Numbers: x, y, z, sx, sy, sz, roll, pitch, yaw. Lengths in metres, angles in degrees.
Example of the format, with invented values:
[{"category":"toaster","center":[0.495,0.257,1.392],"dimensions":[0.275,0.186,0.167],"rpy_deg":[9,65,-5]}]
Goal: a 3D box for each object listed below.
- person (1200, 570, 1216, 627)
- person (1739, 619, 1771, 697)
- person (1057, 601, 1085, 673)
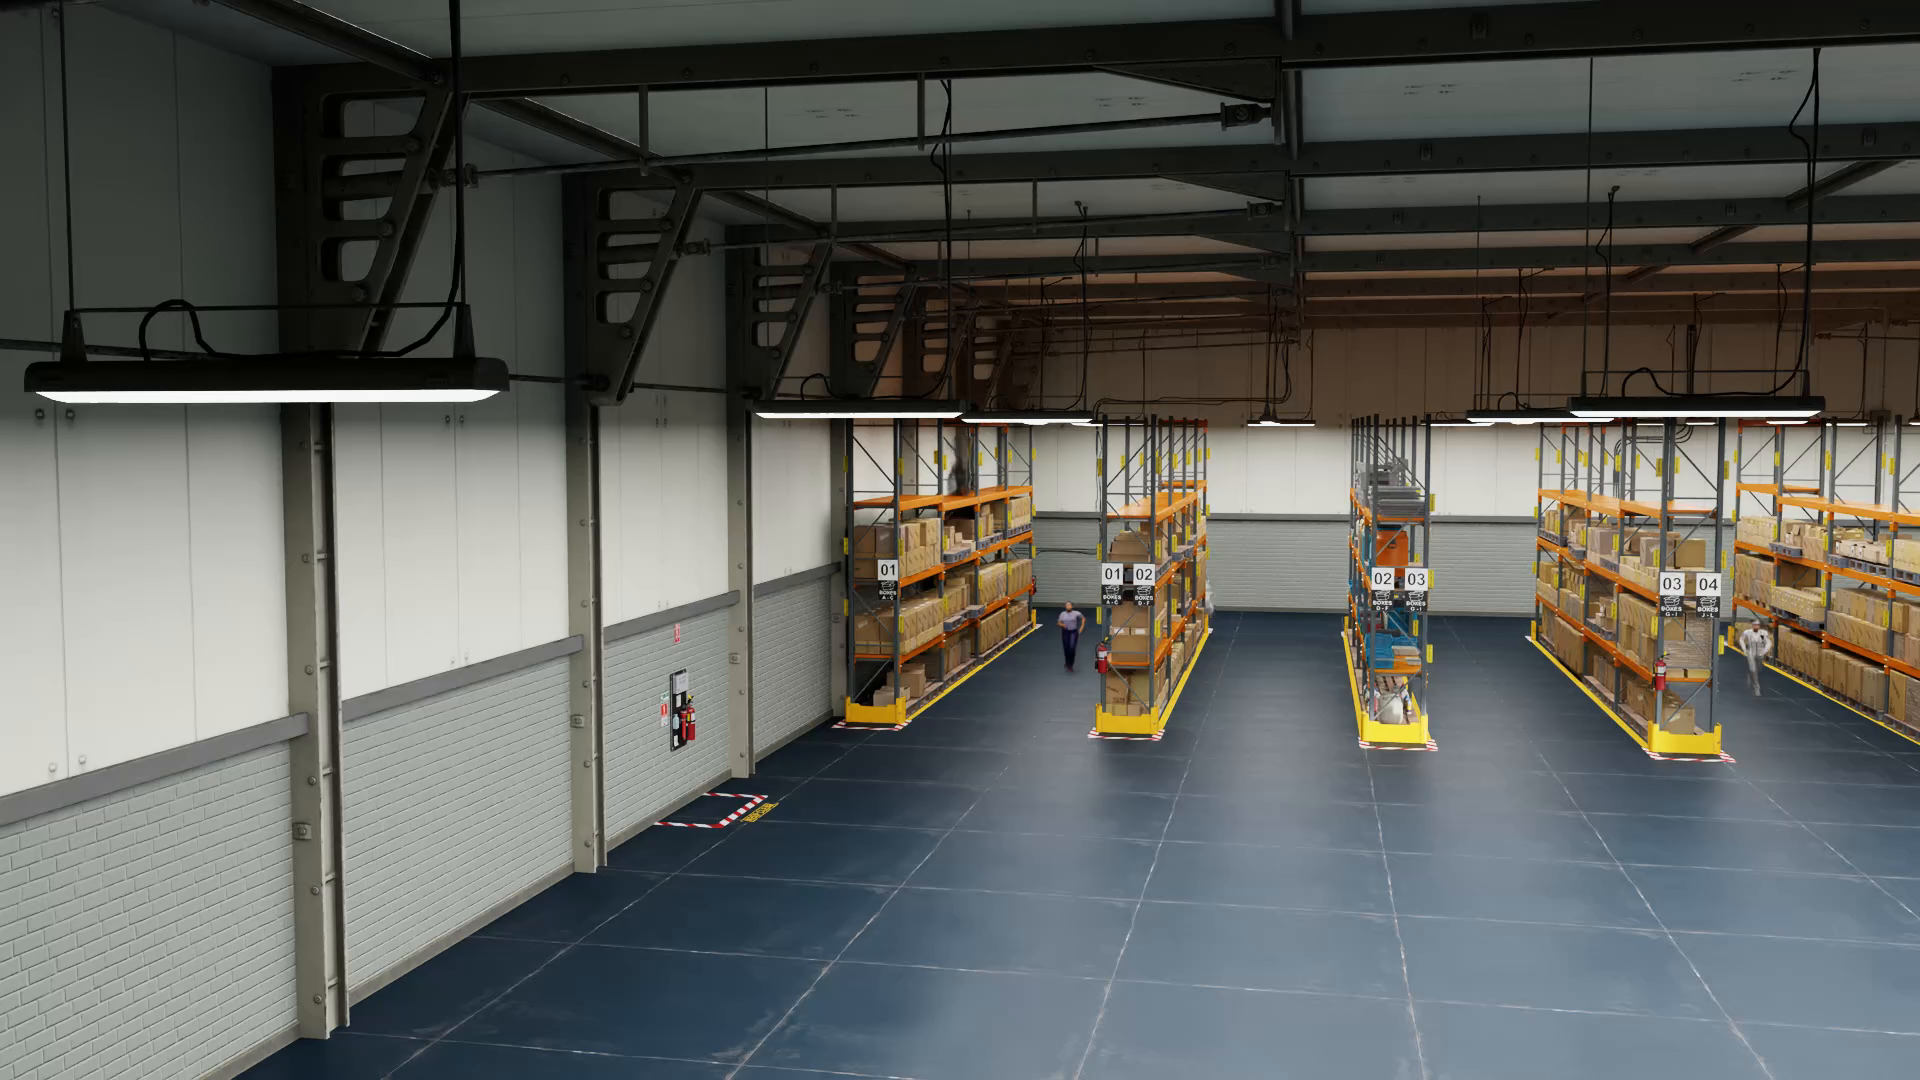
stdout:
[{"category":"person","center":[7.076,1.684,47.860],"dimensions":[0.523,1.726,0.746],"rpy_deg":[2,4,24]},{"category":"person","center":[17.215,2.511,36.020],"dimensions":[0.618,1.682,1.013],"rpy_deg":[1,4,14]},{"category":"person","center":[2.618,2.306,39.514],"dimensions":[0.607,1.661,0.802],"rpy_deg":[1,4,16]}]
